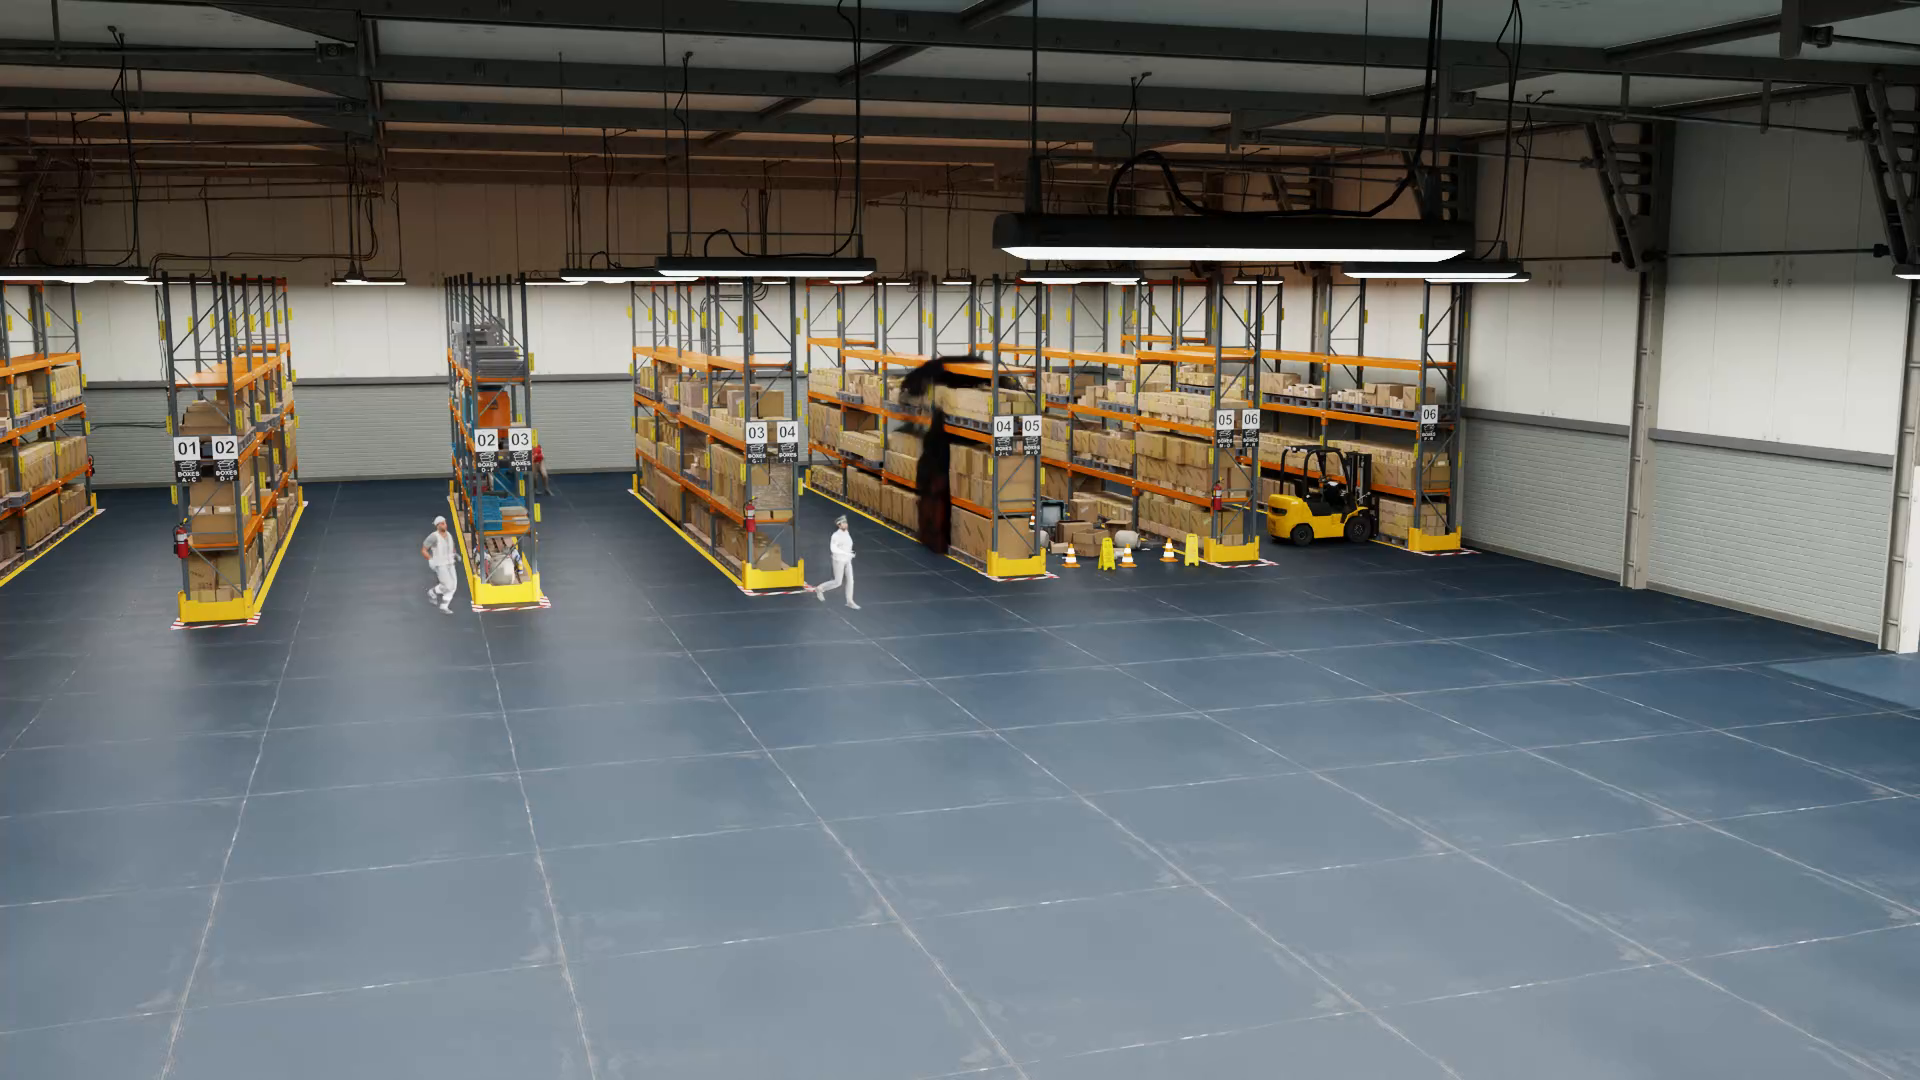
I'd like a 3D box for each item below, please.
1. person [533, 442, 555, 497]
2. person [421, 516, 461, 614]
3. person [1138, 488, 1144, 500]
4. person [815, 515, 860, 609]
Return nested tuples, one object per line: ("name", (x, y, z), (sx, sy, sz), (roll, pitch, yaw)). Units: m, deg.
("person", (-11.766, -2.049, 46.047), (0.781, 1.733, 0.788), (-7, 11, -40))
("person", (-9.140, 0.445, 29.420), (0.594, 1.740, 0.657), (5, 10, 30))
("person", (4.795, -1.690, 43.677), (0.662, 1.720, 0.868), (-3, 9, -20))
("person", (-2.183, 0.384, 30.041), (0.859, 1.702, 0.625), (5, 10, 28))
